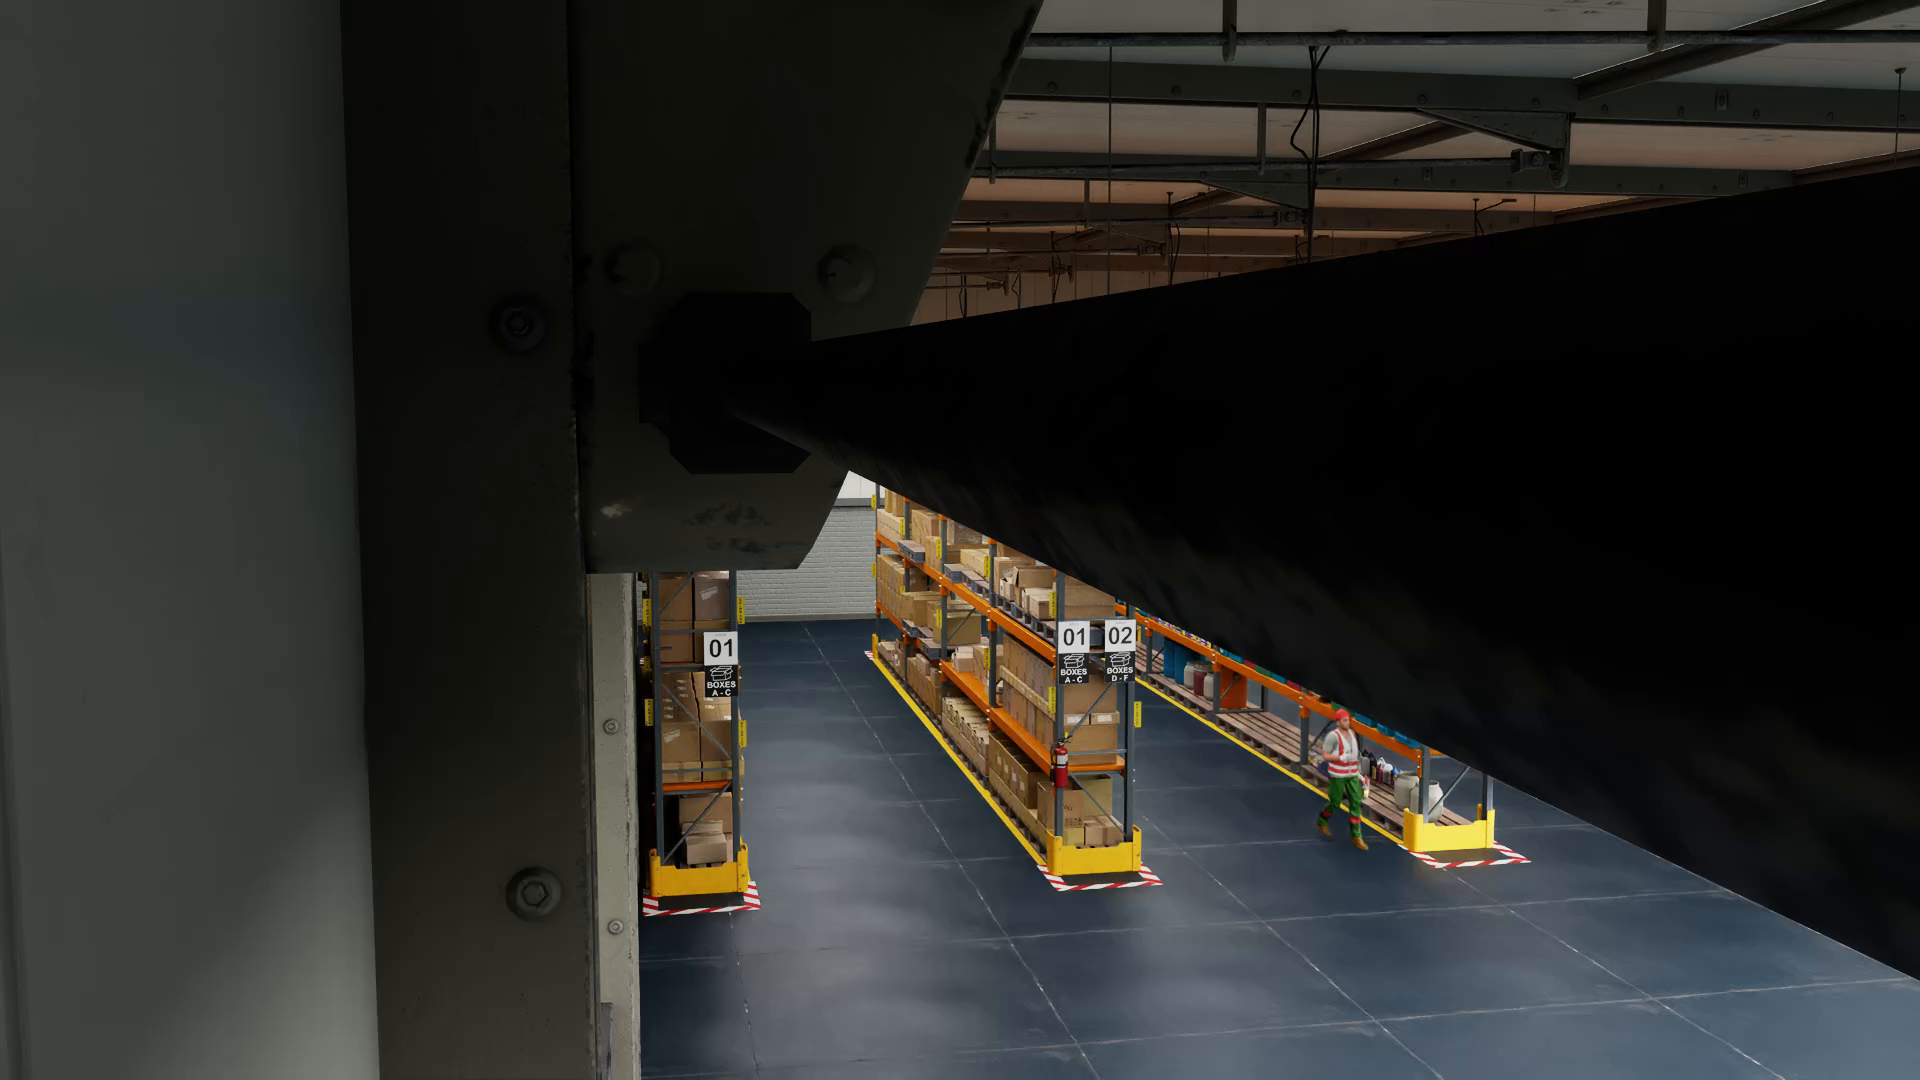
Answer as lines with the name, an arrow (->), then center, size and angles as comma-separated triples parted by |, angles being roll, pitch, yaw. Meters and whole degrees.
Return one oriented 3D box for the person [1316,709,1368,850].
person -> 5.095, 3.140, 22.100 | 0.652, 1.793, 0.914 | -3, 6, -25
